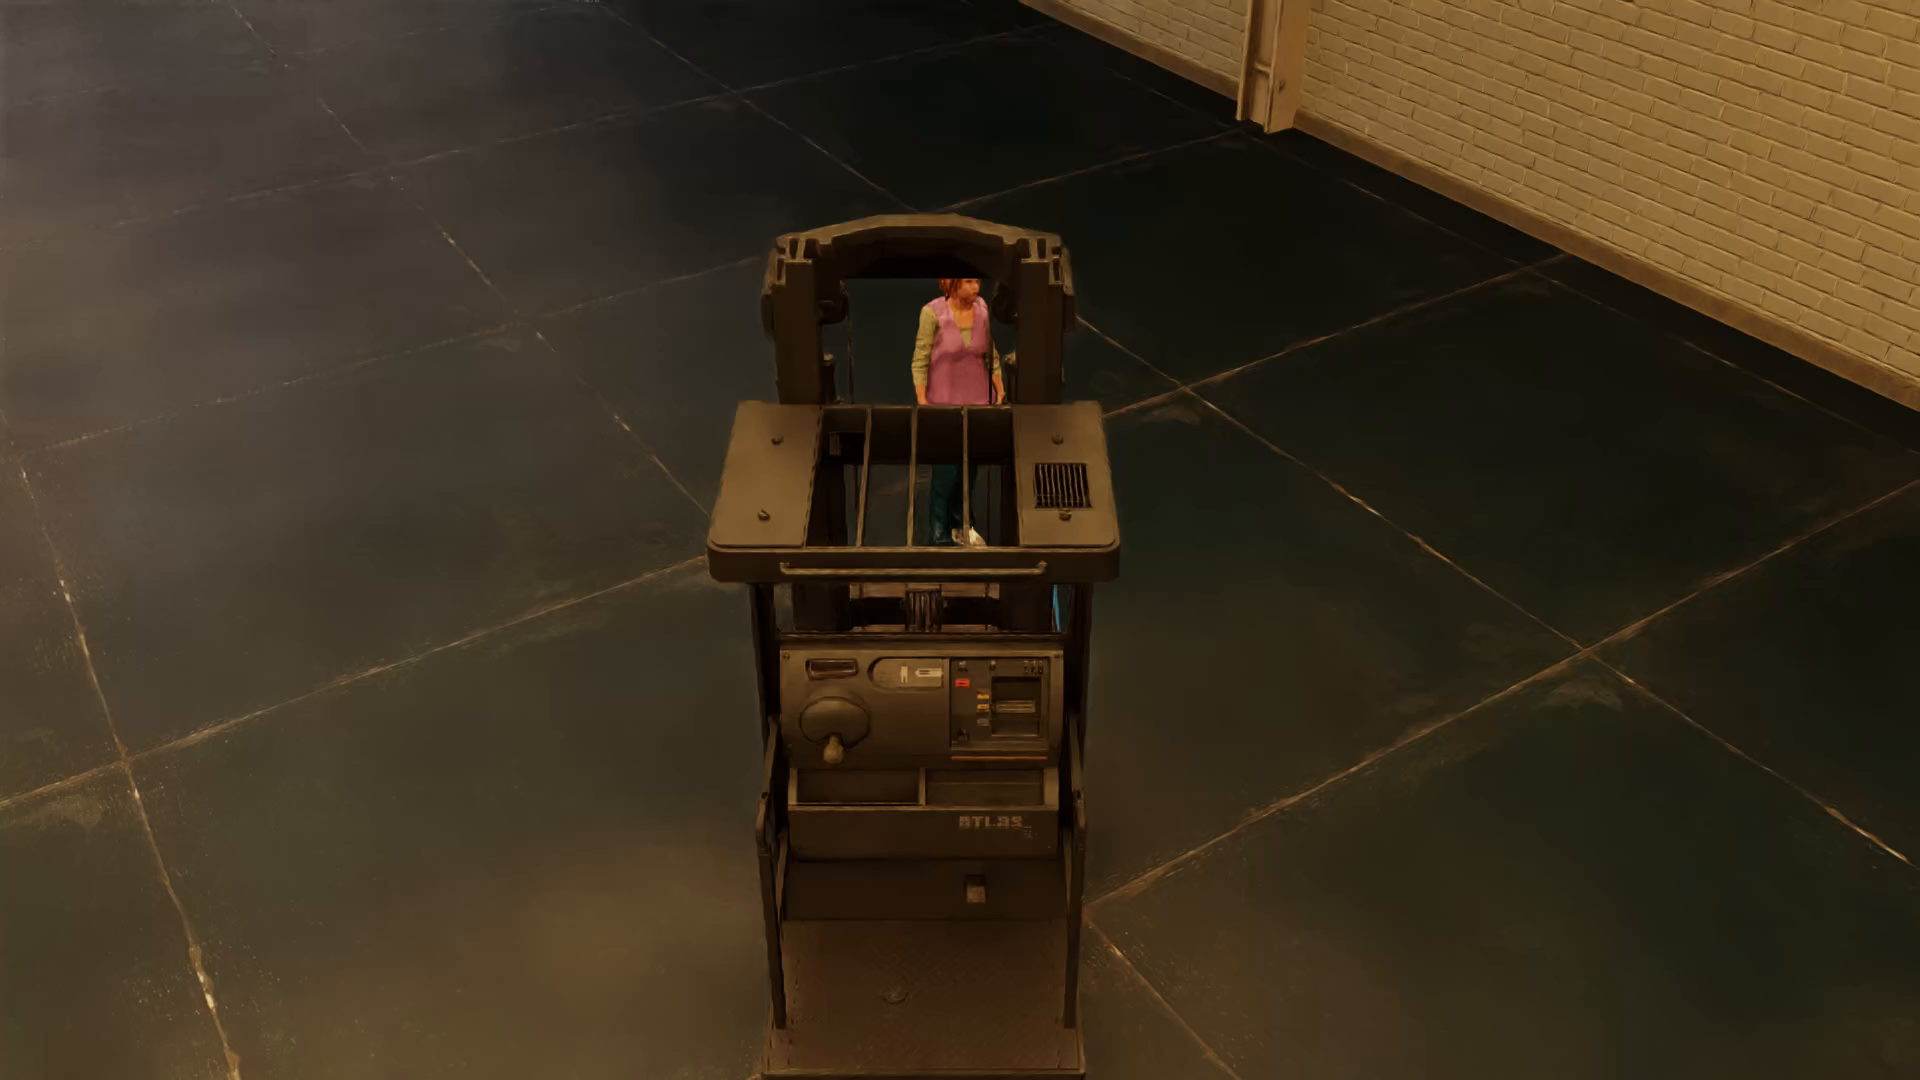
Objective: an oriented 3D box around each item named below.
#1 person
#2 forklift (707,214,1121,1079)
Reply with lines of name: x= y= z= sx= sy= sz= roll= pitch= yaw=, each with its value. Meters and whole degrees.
person: x=0.029 y=-0.619 z=8.177 sx=0.520 sy=1.597 sz=0.474 roll=-21 pitch=40 yaw=-27
forklift: x=-0.122 y=0.601 z=5.293 sx=1.130 sy=2.935 sz=3.031 roll=0 pitch=35 yaw=0
